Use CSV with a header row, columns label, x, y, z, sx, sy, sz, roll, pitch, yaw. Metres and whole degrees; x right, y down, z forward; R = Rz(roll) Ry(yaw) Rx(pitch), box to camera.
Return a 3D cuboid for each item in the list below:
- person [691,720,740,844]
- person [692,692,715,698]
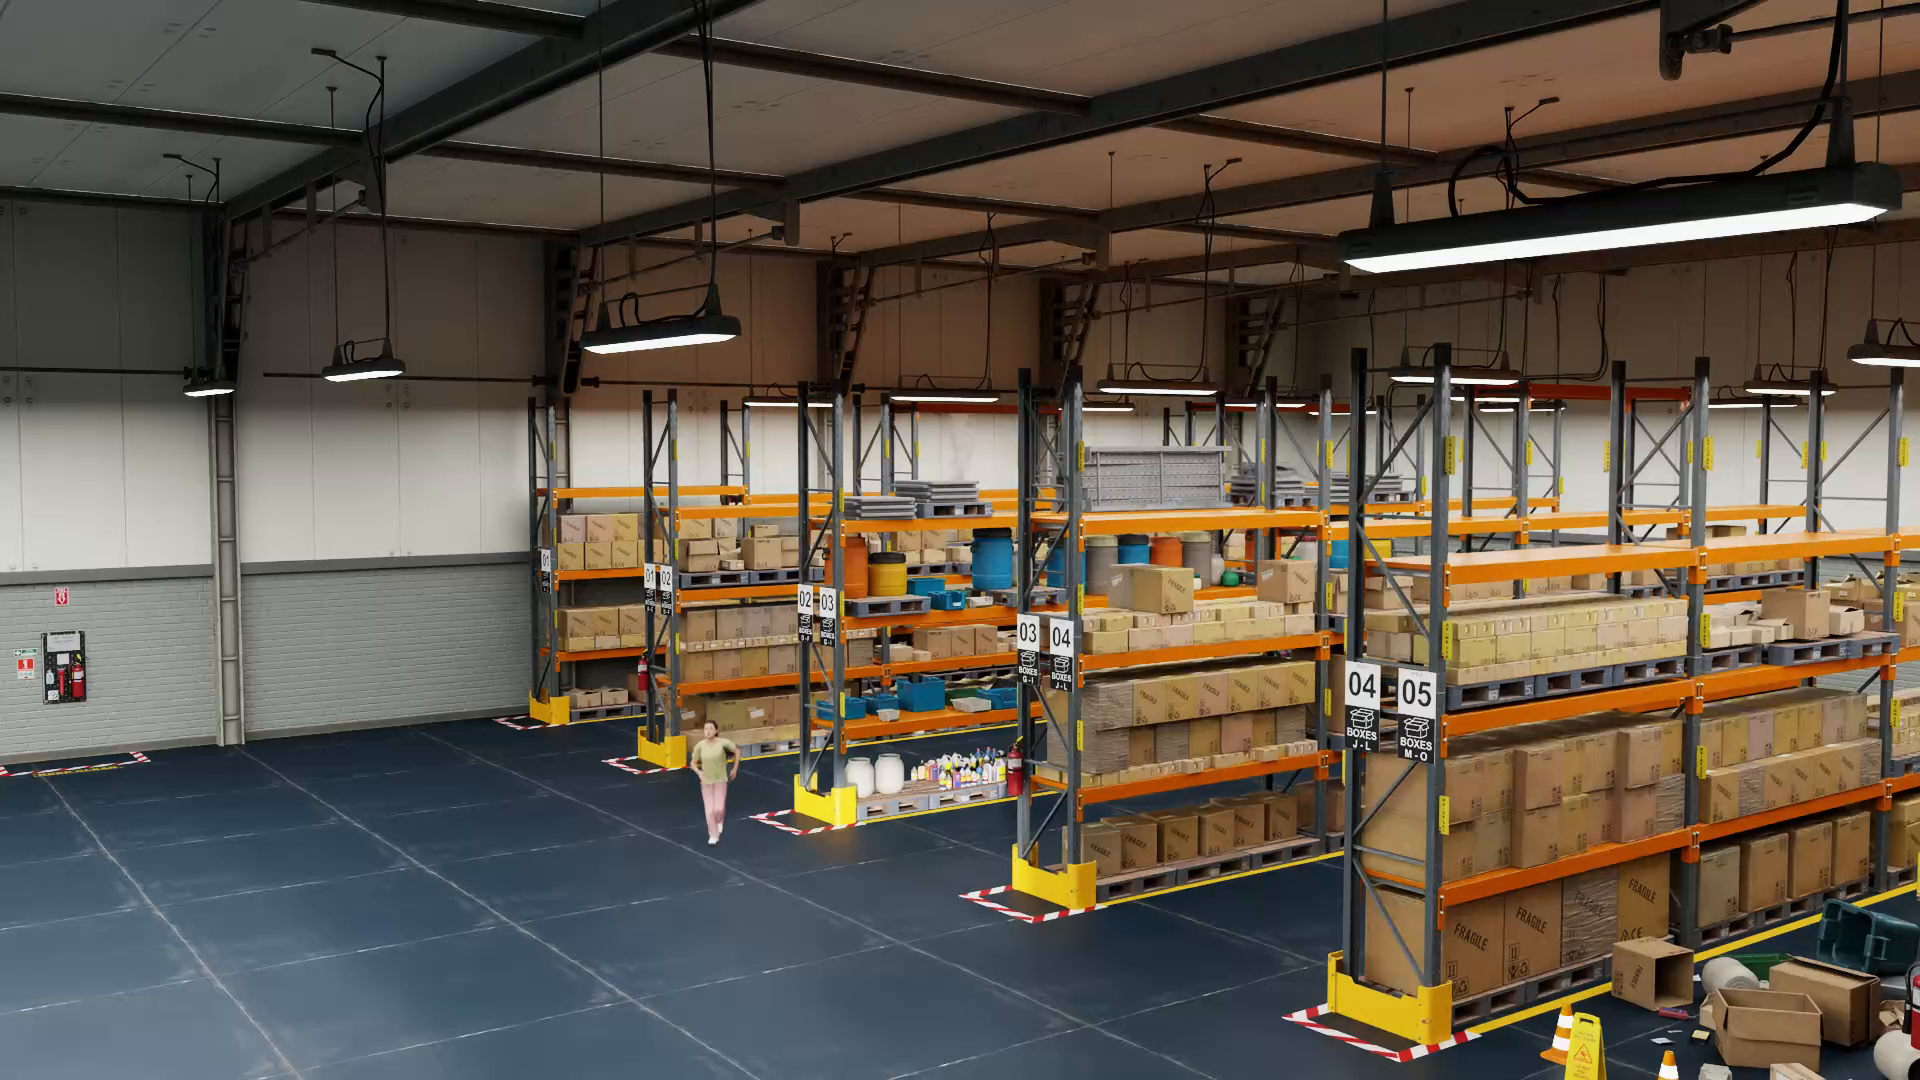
label,x,y,z,sx,sy,sz,roll,pitch,yaw
person,-3.133,3.096,21.193,0.599,1.619,0.610,0,3,1
person,-4.406,2.655,29.180,0.761,1.629,0.514,-2,4,-35
